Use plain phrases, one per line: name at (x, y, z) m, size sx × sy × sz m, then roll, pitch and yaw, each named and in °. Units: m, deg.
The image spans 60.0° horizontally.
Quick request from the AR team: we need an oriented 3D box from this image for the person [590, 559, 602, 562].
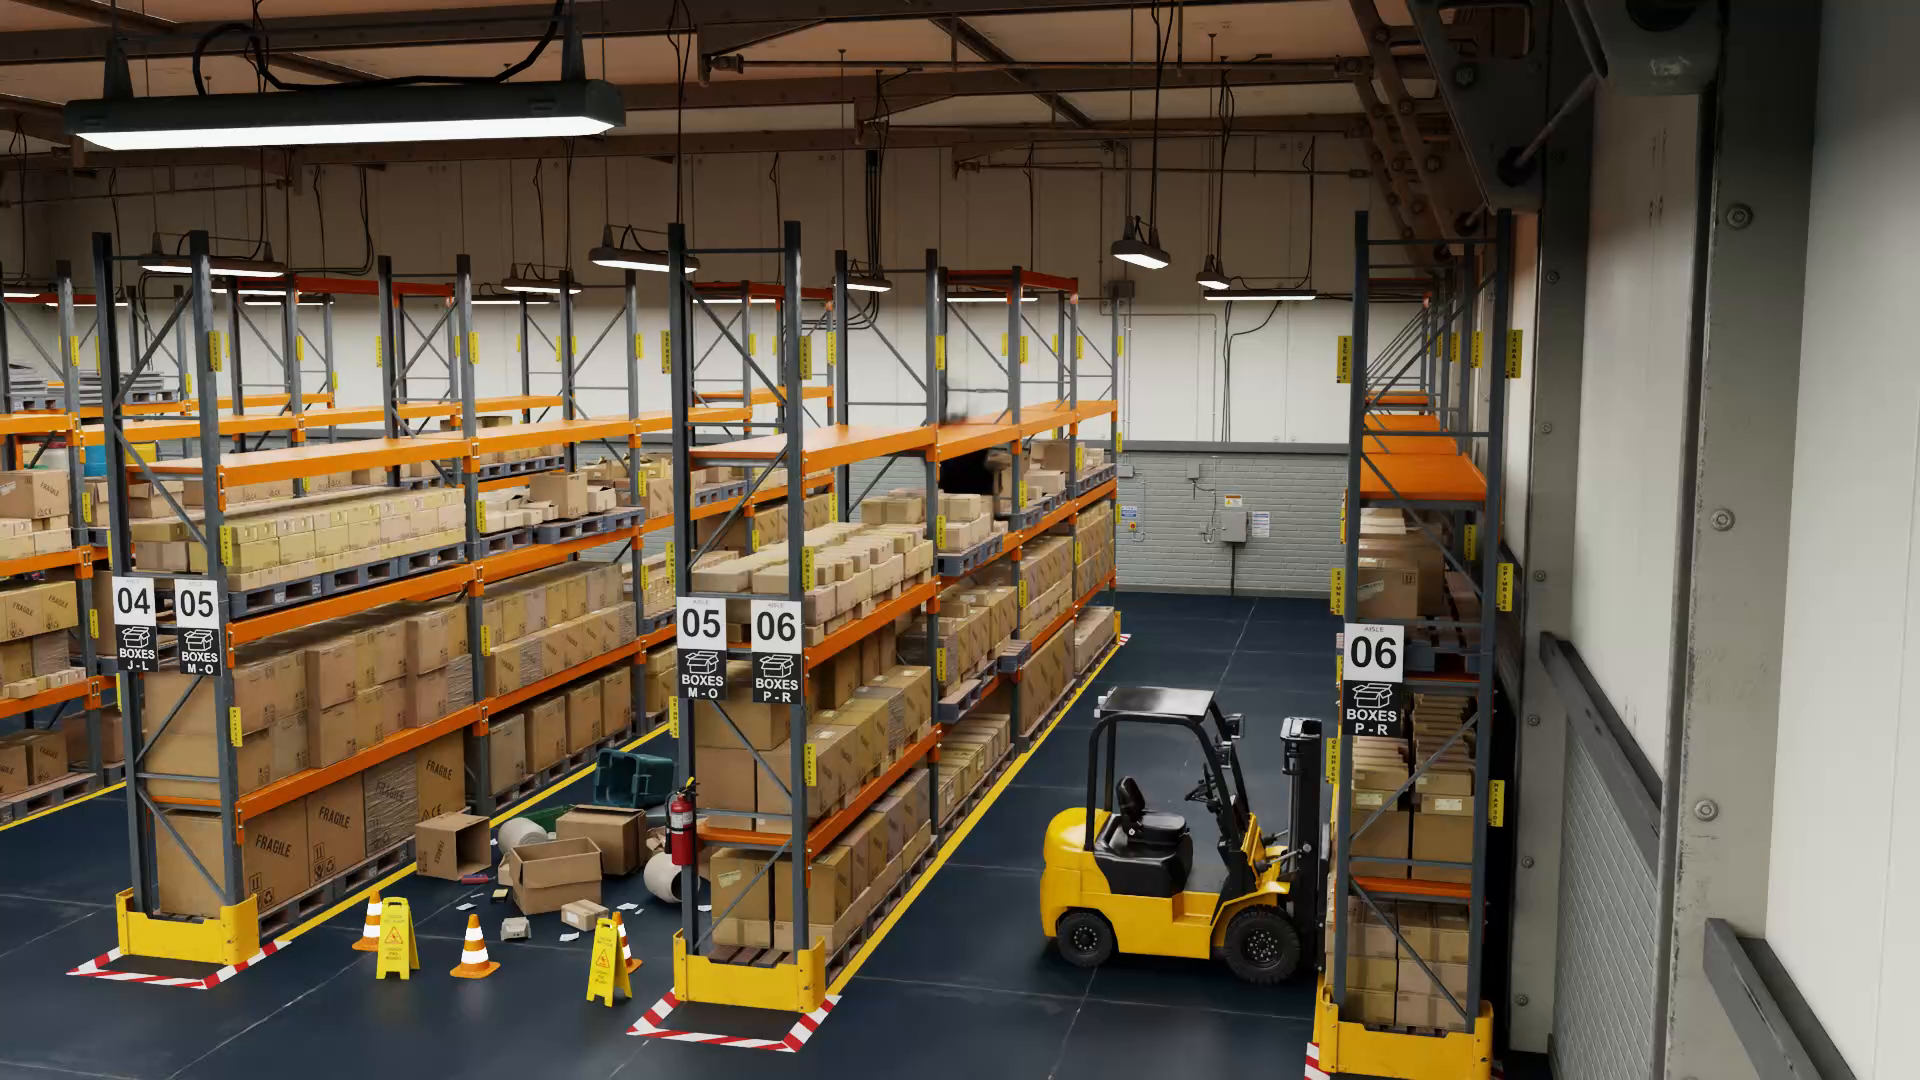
person at (-5.546, 1.182, 25.477) m, size 0.669 × 1.793 × 0.977 m, roll 3°, pitch 8°, yaw 22°
